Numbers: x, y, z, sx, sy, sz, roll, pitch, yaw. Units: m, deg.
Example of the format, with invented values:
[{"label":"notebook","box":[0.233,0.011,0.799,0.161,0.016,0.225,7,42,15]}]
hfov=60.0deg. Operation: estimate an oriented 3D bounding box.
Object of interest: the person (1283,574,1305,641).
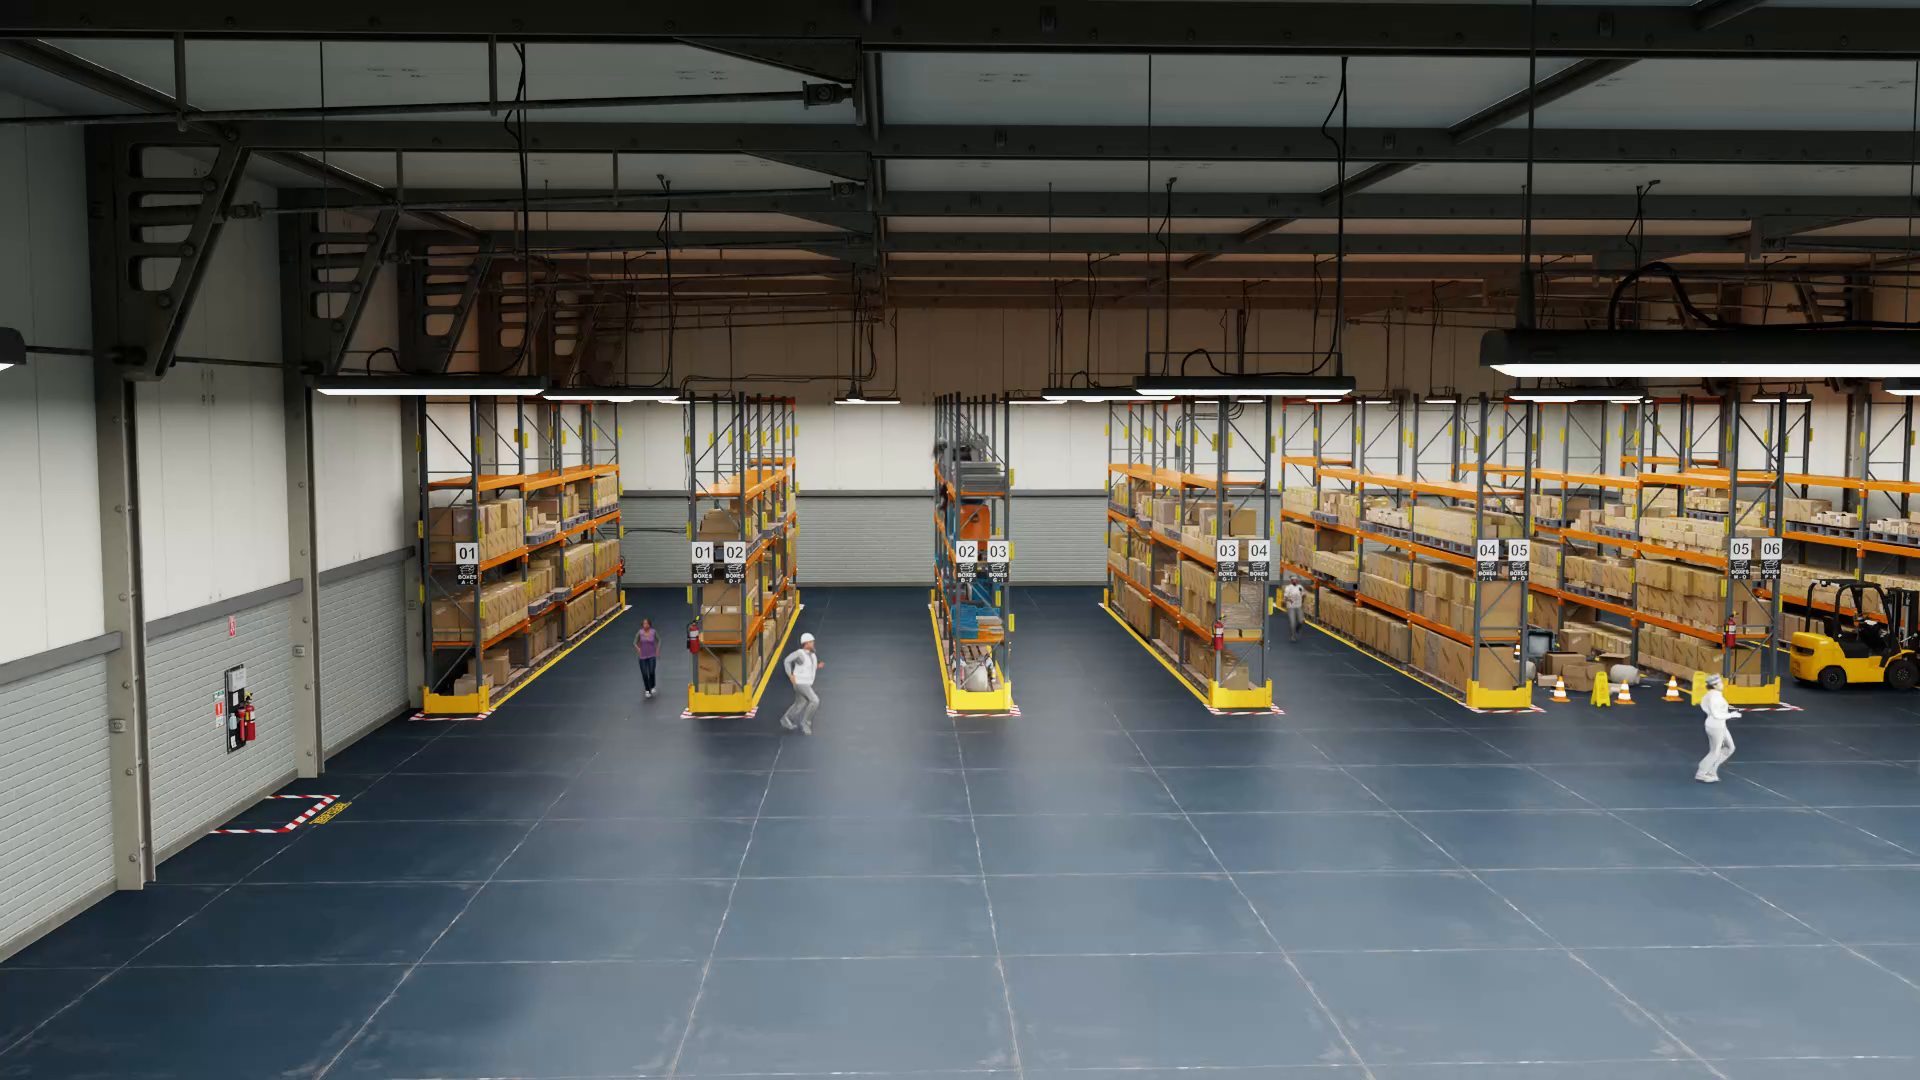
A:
[{"label":"person","box":[8.166,1.646,40.442,0.565,1.658,0.551,0,5,-2]}]

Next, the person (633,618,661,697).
[{"label":"person","box":[-6.145,2.328,32.639,0.541,1.545,0.604,0,5,-6]}]

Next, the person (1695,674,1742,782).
[{"label":"person","box":[11.531,2.861,25.258,0.614,1.690,0.591,2,5,27]}]

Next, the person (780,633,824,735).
[{"label":"person","box":[-2.767,2.525,29.127,0.849,1.799,0.609,1,5,18]}]
